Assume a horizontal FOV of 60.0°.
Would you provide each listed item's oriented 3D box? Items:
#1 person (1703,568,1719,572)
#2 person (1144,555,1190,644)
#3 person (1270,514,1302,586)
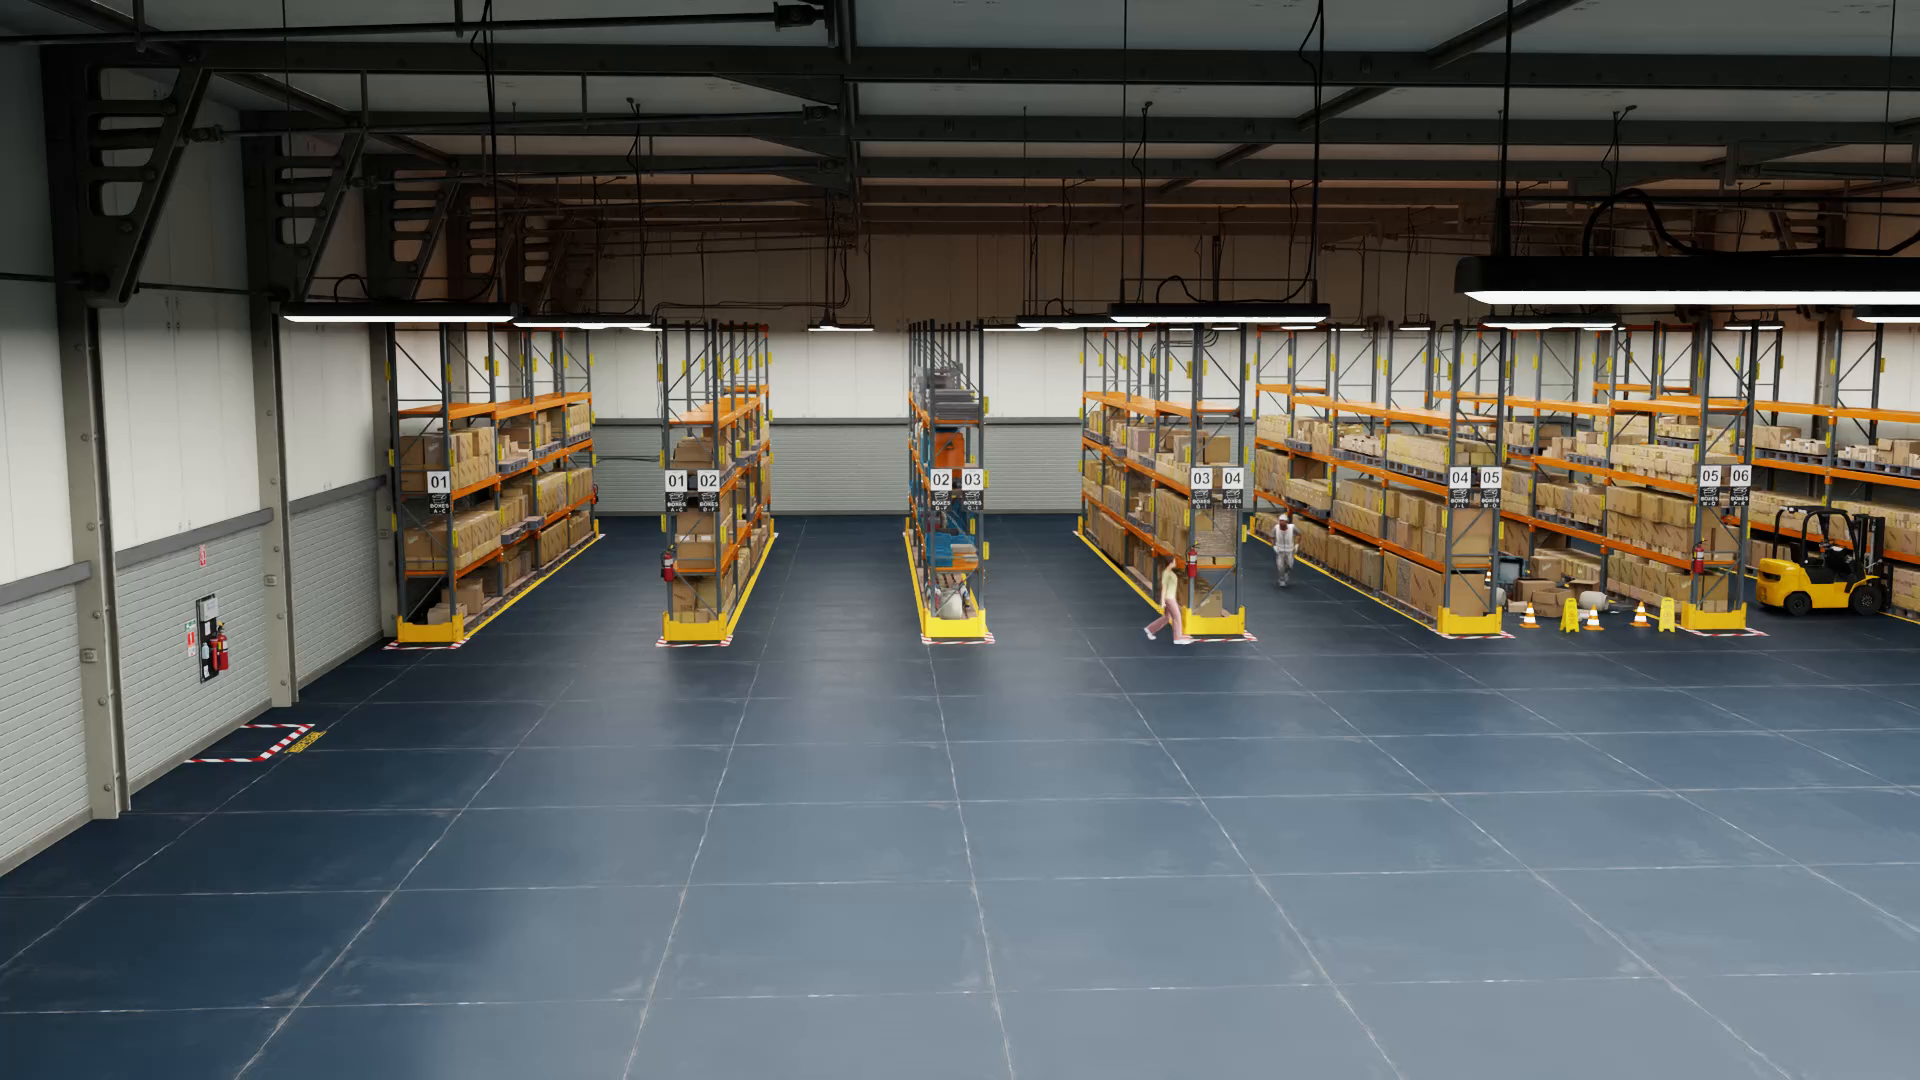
[{"bbox_3d":[16.588,0.370,36.625,0.610,1.692,0.789,-2,7,-14],"label":"person"},{"bbox_3d":[3.864,1.094,30.944,0.879,1.631,0.509,2,7,13],"label":"person"},{"bbox_3d":[7.401,0.231,37.799,0.725,1.675,0.668,1,7,4],"label":"person"}]
